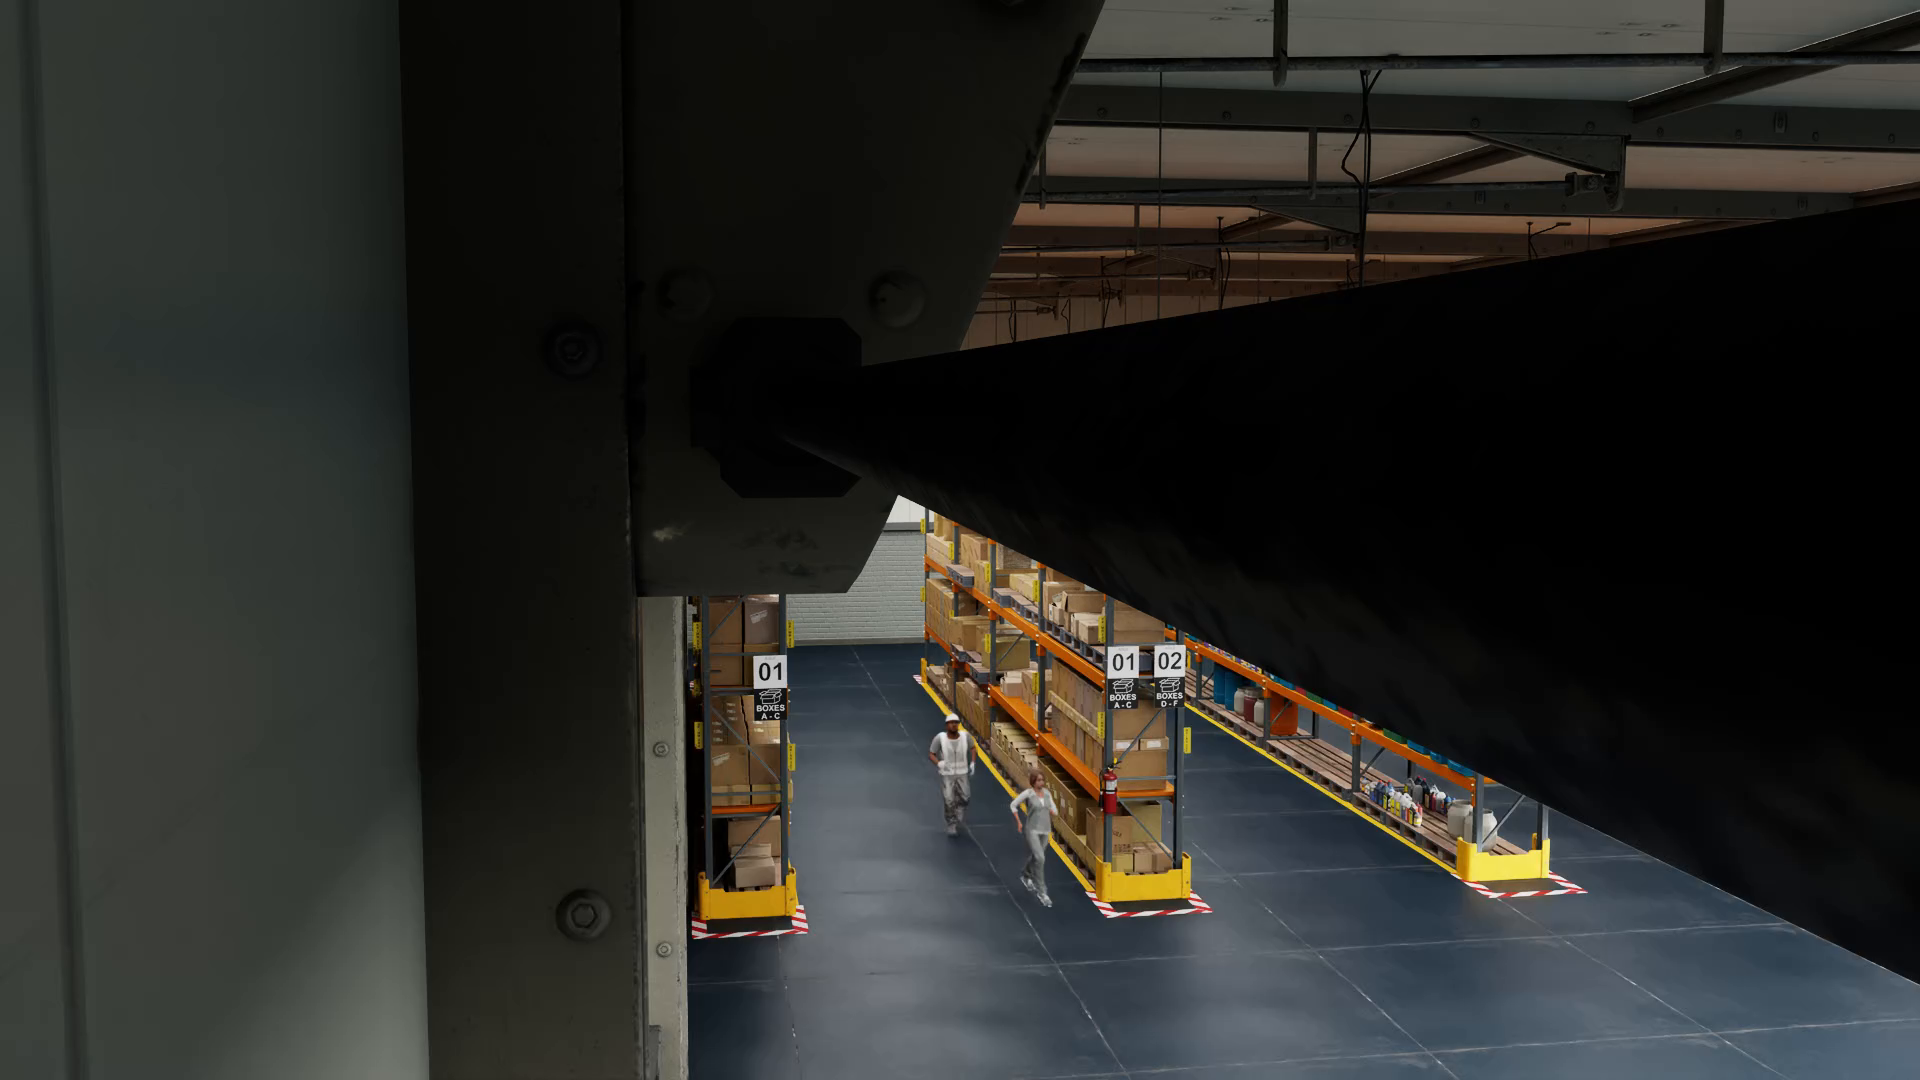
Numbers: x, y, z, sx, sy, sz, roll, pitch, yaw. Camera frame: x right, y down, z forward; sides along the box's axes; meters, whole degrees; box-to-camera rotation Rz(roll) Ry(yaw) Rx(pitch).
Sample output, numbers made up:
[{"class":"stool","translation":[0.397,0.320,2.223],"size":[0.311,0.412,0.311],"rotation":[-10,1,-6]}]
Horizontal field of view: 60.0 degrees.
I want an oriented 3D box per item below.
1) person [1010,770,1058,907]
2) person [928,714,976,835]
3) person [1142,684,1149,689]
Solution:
[{"class":"person","translation":[0.959,3.684,20.787],"size":[0.515,1.630,0.767],"rotation":[-3,6,-34]},{"class":"person","translation":[-0.091,3.361,23.899],"size":[0.726,1.739,0.607],"rotation":[-1,5,-12]},{"class":"person","translation":[3.363,2.721,31.374],"size":[0.676,1.684,0.597],"rotation":[-2,5,-17]}]
